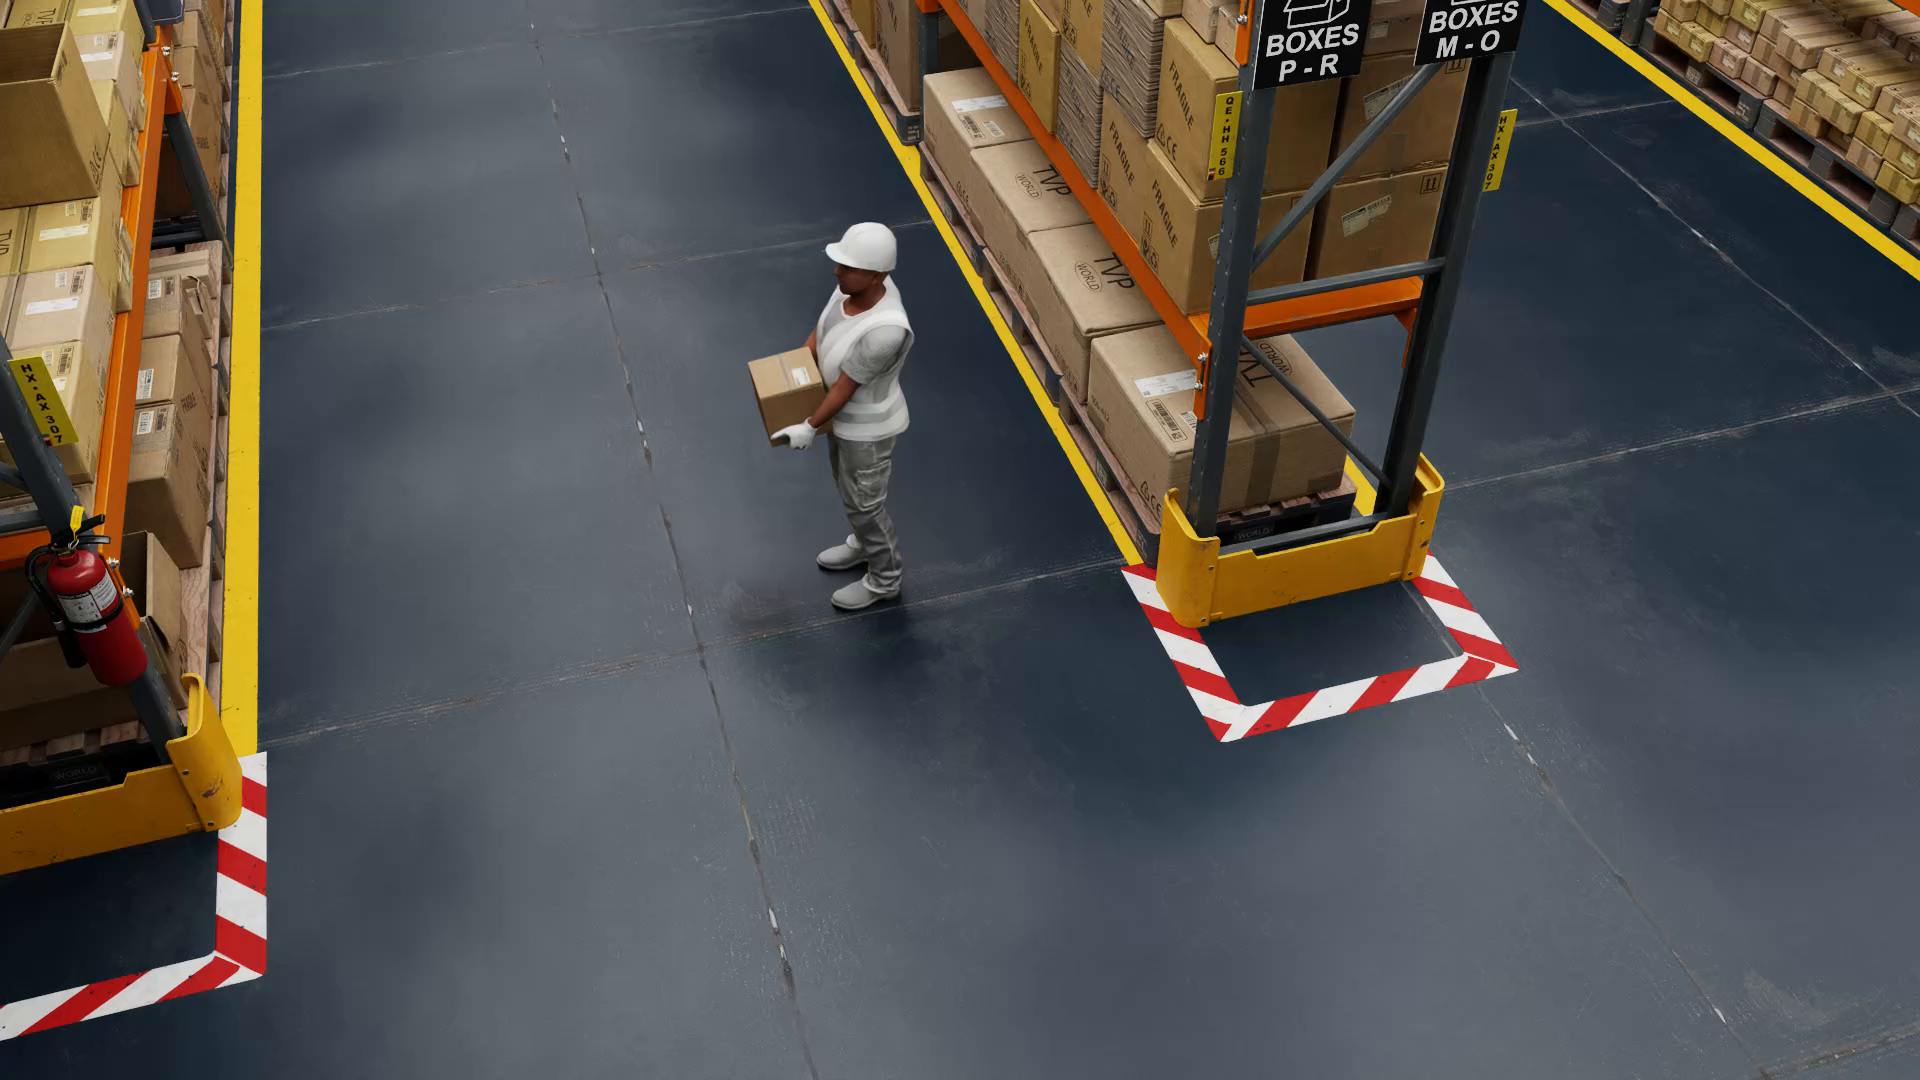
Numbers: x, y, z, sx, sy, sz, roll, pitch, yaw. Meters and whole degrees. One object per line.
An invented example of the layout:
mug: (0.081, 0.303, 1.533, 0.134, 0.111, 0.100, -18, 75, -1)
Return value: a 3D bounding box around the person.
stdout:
person: (-0.492, -0.471, 6.673, 0.581, 1.778, 0.488, -11, 43, -12)
